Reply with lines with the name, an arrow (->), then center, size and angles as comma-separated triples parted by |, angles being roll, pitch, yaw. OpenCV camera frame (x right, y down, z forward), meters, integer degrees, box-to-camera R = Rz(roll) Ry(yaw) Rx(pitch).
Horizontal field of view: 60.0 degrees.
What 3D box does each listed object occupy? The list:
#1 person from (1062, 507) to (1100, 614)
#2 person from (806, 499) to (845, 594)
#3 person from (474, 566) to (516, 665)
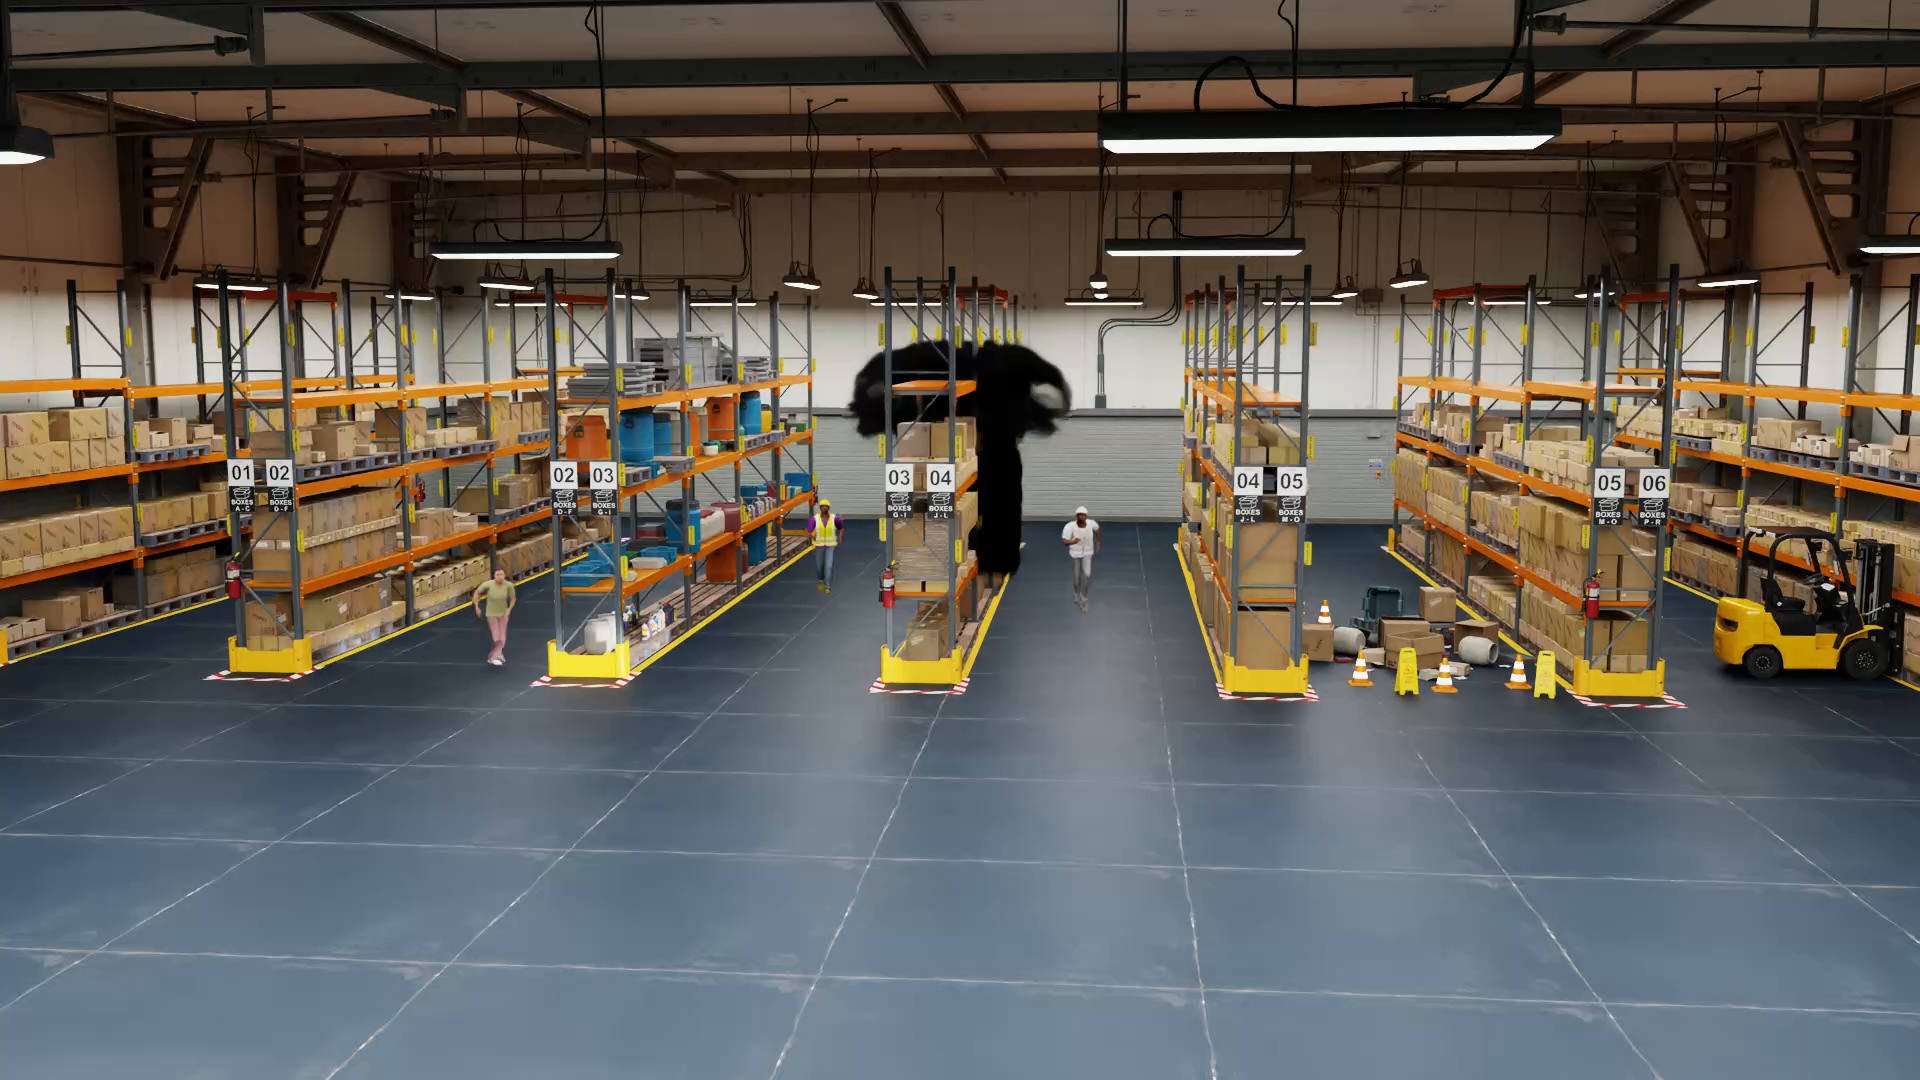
person -> 2.133, 0.330, 29.205 | 0.728, 1.865, 0.804 | -1, 7, -6
person -> -2.484, 0.125, 30.738 | 0.714, 1.751, 0.725 | 0, 7, -4
person -> -7.056, 1.153, 25.306 | 0.599, 1.556, 0.608 | -3, 8, -26
